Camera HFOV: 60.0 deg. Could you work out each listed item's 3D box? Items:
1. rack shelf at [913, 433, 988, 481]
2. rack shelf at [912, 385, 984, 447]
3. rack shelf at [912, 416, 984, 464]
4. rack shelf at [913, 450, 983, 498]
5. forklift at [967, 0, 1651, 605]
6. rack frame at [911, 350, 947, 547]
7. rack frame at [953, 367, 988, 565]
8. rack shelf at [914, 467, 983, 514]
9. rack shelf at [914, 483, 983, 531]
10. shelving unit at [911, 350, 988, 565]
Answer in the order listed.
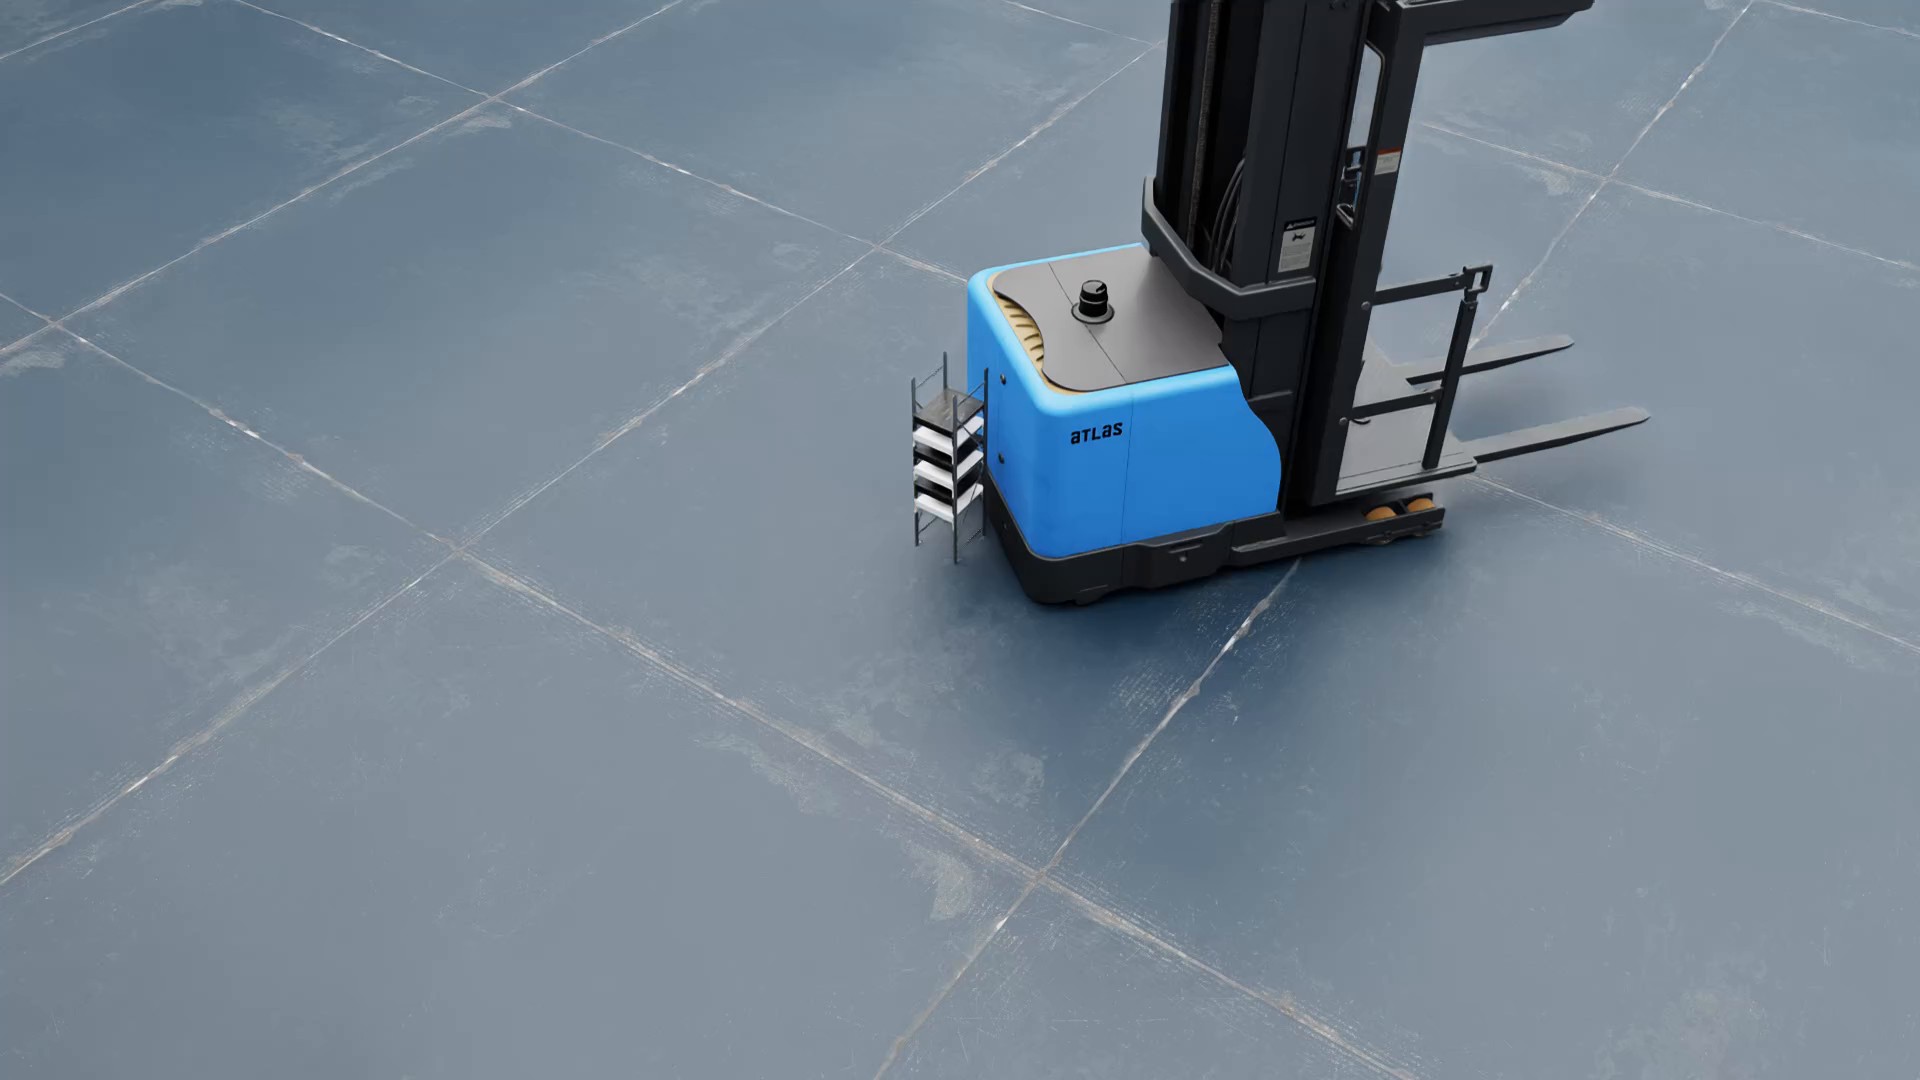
[{"bbox_3d":[-0.040,-0.374,6.908,0.200,0.077,0.258,25,48,25],"label":"rack shelf"},{"bbox_3d":[-0.040,-0.508,6.788,0.200,0.077,0.258,25,48,25],"label":"rack shelf"},{"bbox_3d":[-0.040,-0.441,6.848,0.200,0.077,0.258,25,48,25],"label":"rack shelf"},{"bbox_3d":[-0.040,-0.307,6.968,0.200,0.077,0.258,25,48,25],"label":"rack shelf"},{"bbox_3d":[1.592,-1.396,6.612,3.031,2.935,1.130,-12,43,-13],"label":"forklift"},{"bbox_3d":[-0.123,-0.370,6.989,0.006,0.900,0.240,25,48,25],"label":"rack frame"},{"bbox_3d":[0.043,-0.293,6.902,0.006,0.900,0.240,25,48,25],"label":"rack frame"},{"bbox_3d":[-0.040,-0.240,7.028,0.200,0.077,0.258,25,48,25],"label":"rack shelf"},{"bbox_3d":[-0.040,-0.173,7.088,0.200,0.077,0.258,25,48,25],"label":"rack shelf"},{"bbox_3d":[-0.040,-0.332,6.946,0.210,0.900,0.258,25,48,25],"label":"shelving unit"}]
